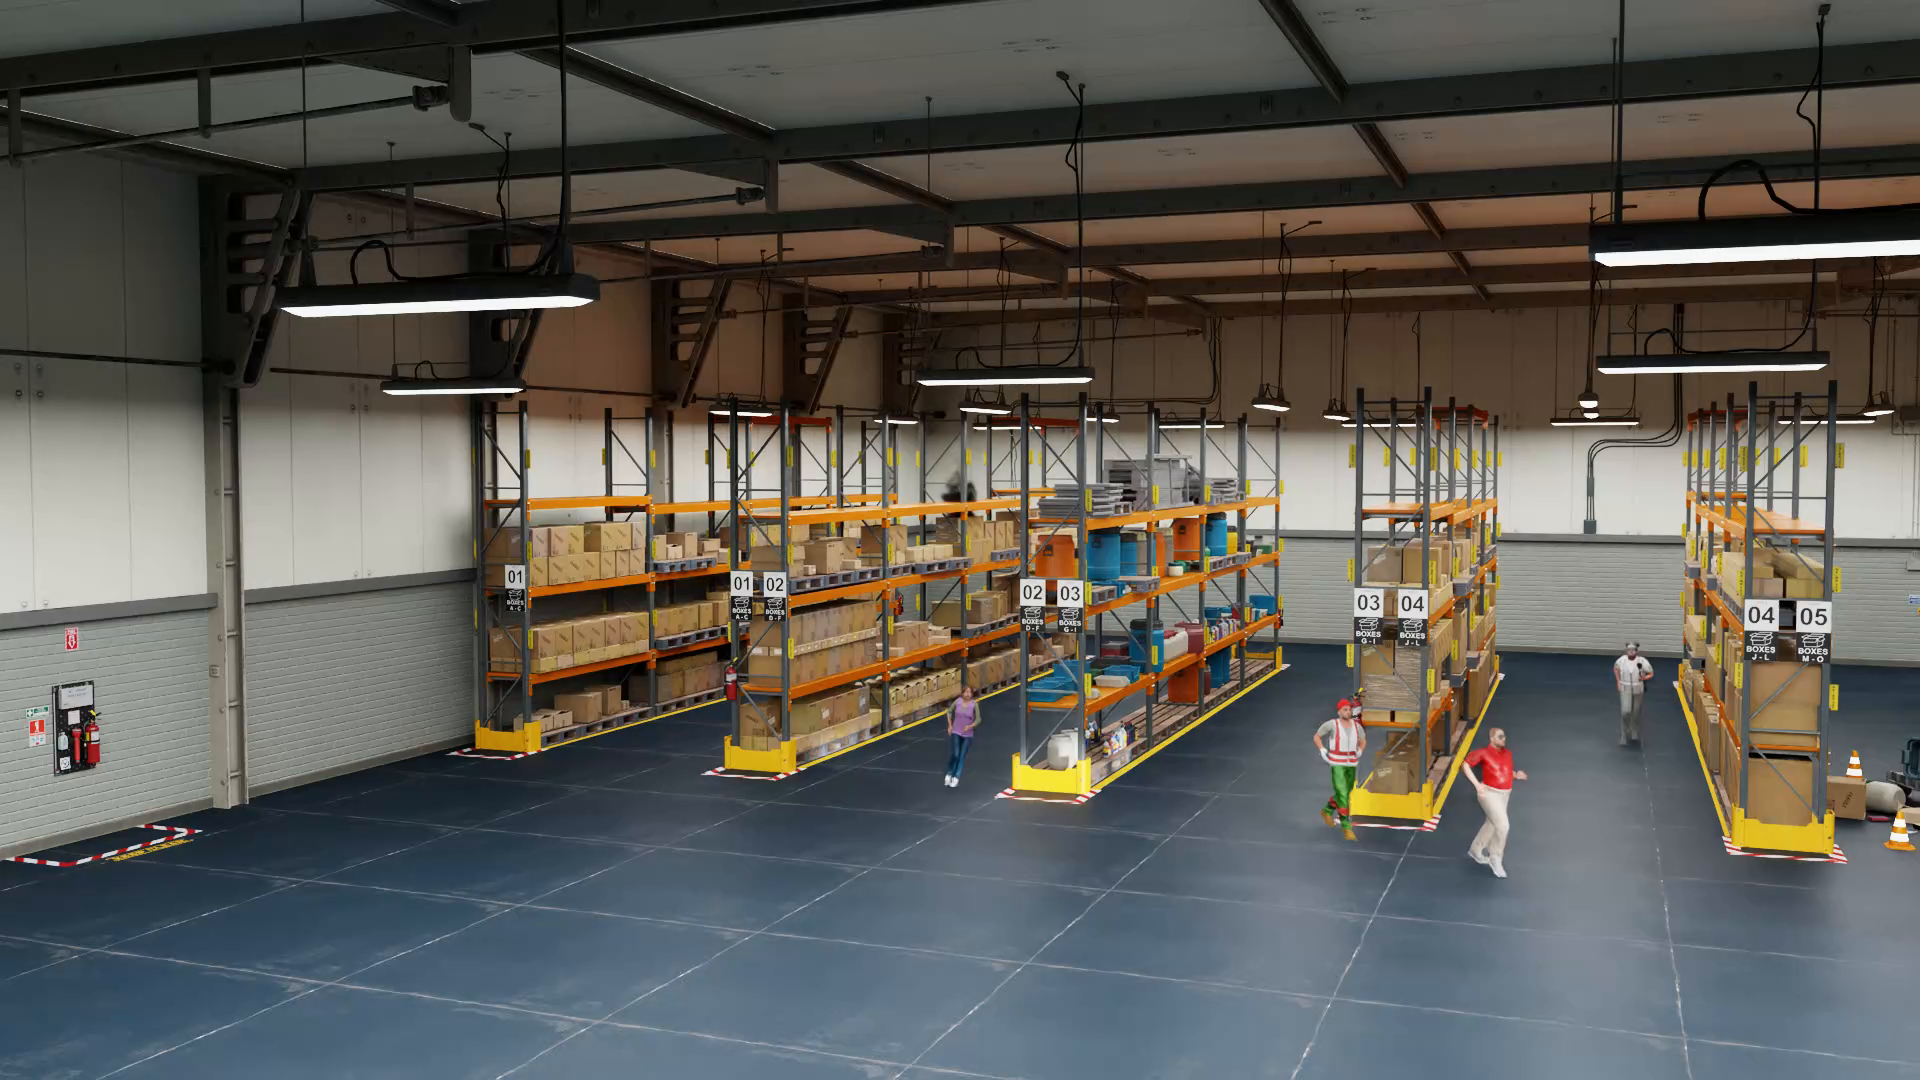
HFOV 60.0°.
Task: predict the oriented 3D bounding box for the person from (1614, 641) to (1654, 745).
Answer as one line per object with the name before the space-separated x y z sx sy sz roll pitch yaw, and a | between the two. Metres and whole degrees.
person | 11.868 2.696 29.307 0.650 1.849 0.810 1 3 20

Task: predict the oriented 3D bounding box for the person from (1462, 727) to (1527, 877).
person | 6.497 3.174 20.198 0.638 1.800 0.791 -2 3 -37

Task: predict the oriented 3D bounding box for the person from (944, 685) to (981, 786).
person | 0.038 2.982 25.353 0.559 1.558 0.562 0 3 -1

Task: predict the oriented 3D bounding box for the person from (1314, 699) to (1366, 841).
person | 5.118 3.031 22.187 0.704 1.822 0.878 -1 3 -15
